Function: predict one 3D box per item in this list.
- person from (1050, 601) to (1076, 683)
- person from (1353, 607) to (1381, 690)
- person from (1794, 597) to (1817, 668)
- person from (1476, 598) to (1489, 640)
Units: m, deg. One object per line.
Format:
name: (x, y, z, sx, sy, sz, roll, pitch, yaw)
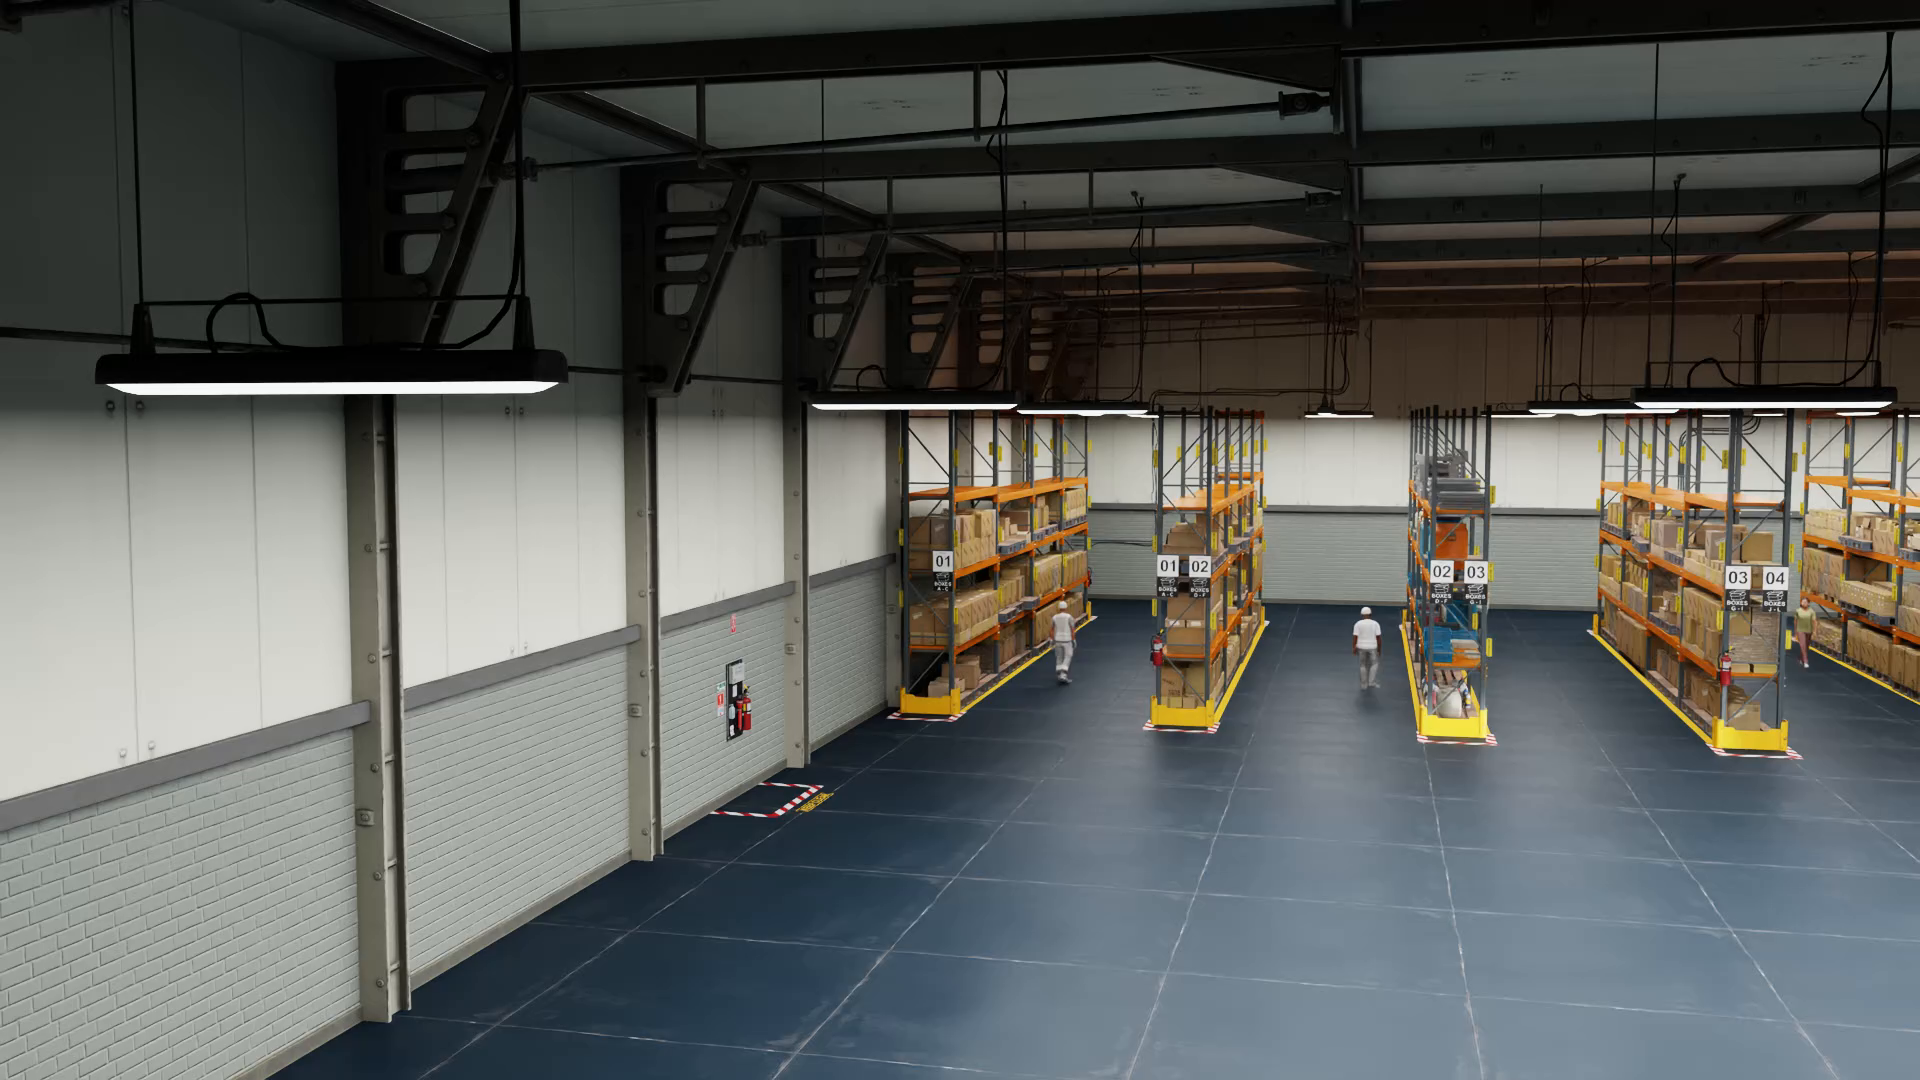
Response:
person: (2.246, 2.230, 36.318, 0.579, 1.785, 0.518, 2, 5, 24)
person: (8.657, 2.311, 35.380, 0.594, 1.765, 0.548, 1, 4, 12)
person: (19.643, 2.131, 38.605, 0.431, 1.609, 1.058, 1, 4, 11)
person: (13.562, 1.775, 43.439, 0.476, 1.634, 0.852, 1, 4, 11)
